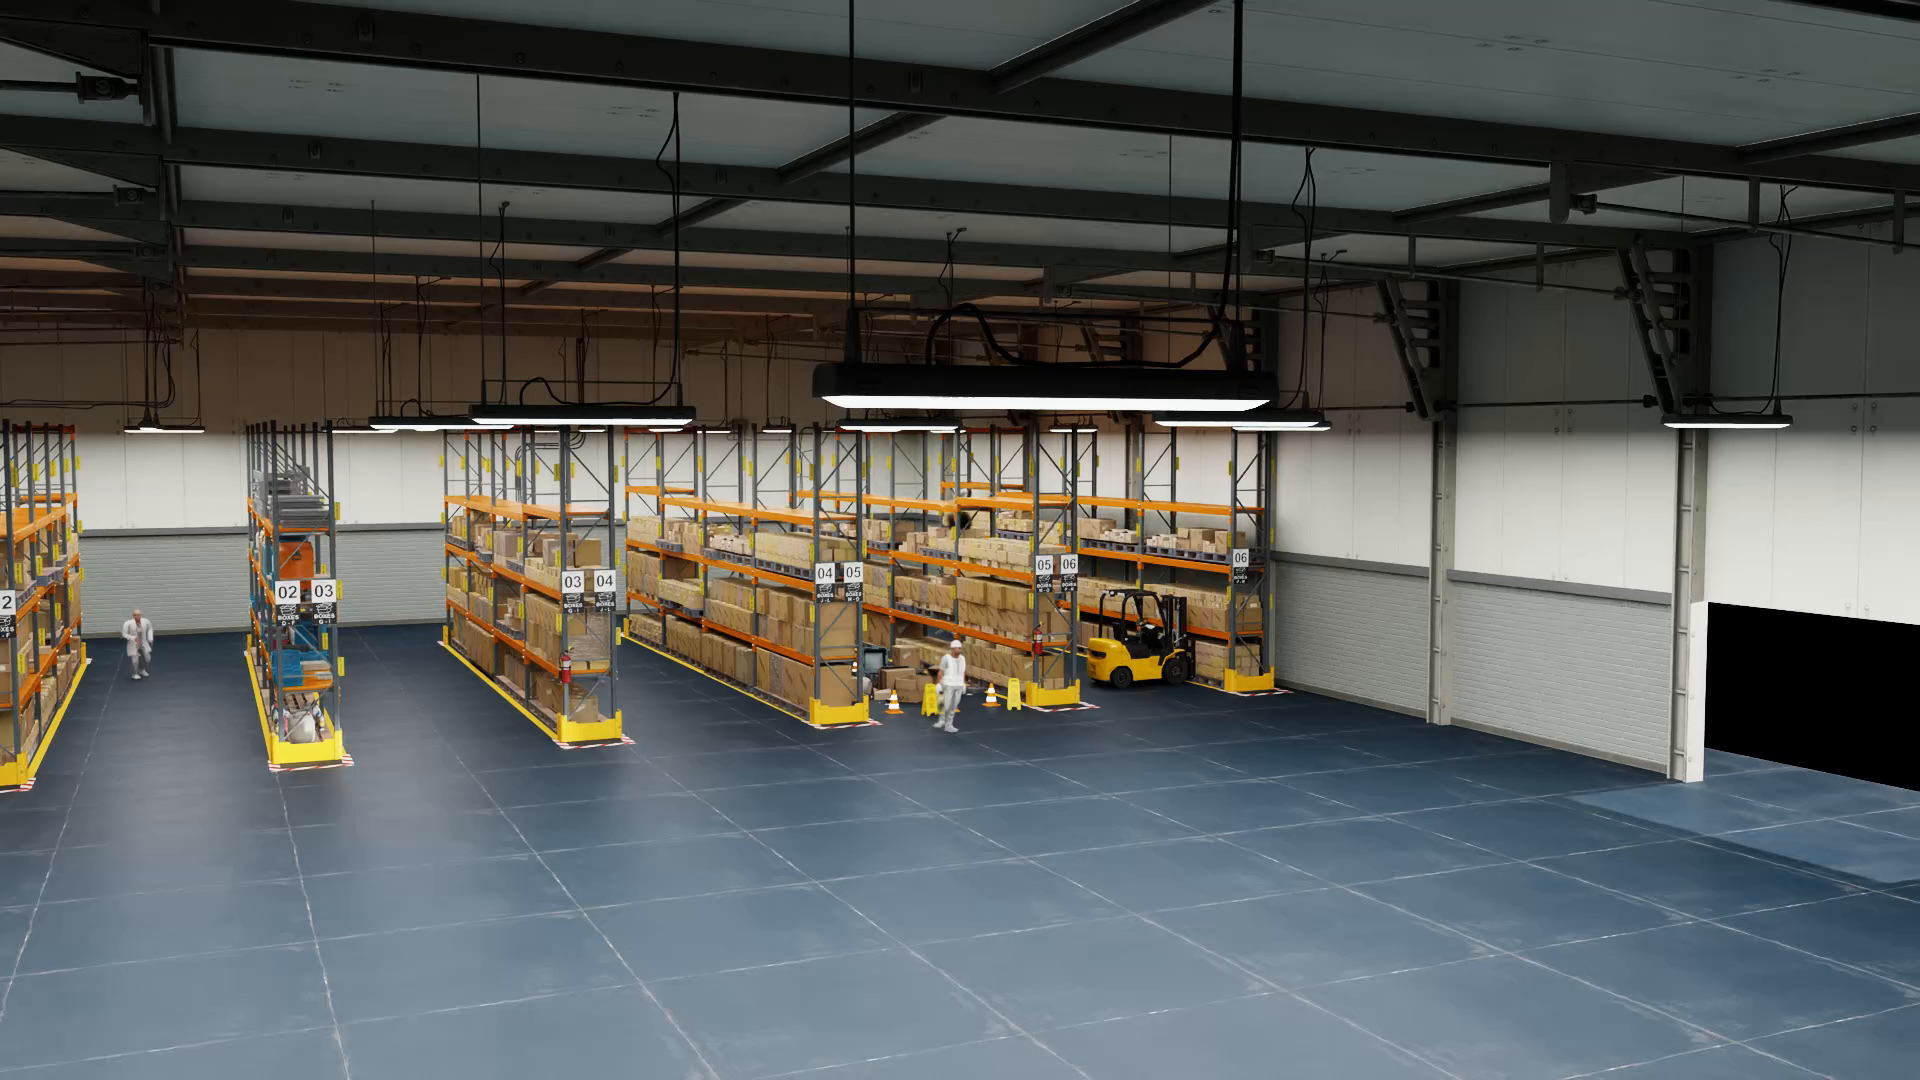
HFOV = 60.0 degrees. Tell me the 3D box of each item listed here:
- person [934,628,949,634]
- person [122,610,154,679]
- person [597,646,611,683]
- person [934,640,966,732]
[{"bbox_3d":[-0.472,1.909,48.065,0.670,1.661,0.614,3,4,35],"label":"person"},{"bbox_3d":[-19.267,2.456,38.979,0.700,1.665,0.815,-3,5,-41],"label":"person"},{"bbox_3d":[-8.341,2.456,38.716,0.660,1.711,0.678,-3,5,-40],"label":"person"},{"bbox_3d":[-0.181,2.819,32.130,0.654,1.774,0.438,-2,4,-32],"label":"person"}]
